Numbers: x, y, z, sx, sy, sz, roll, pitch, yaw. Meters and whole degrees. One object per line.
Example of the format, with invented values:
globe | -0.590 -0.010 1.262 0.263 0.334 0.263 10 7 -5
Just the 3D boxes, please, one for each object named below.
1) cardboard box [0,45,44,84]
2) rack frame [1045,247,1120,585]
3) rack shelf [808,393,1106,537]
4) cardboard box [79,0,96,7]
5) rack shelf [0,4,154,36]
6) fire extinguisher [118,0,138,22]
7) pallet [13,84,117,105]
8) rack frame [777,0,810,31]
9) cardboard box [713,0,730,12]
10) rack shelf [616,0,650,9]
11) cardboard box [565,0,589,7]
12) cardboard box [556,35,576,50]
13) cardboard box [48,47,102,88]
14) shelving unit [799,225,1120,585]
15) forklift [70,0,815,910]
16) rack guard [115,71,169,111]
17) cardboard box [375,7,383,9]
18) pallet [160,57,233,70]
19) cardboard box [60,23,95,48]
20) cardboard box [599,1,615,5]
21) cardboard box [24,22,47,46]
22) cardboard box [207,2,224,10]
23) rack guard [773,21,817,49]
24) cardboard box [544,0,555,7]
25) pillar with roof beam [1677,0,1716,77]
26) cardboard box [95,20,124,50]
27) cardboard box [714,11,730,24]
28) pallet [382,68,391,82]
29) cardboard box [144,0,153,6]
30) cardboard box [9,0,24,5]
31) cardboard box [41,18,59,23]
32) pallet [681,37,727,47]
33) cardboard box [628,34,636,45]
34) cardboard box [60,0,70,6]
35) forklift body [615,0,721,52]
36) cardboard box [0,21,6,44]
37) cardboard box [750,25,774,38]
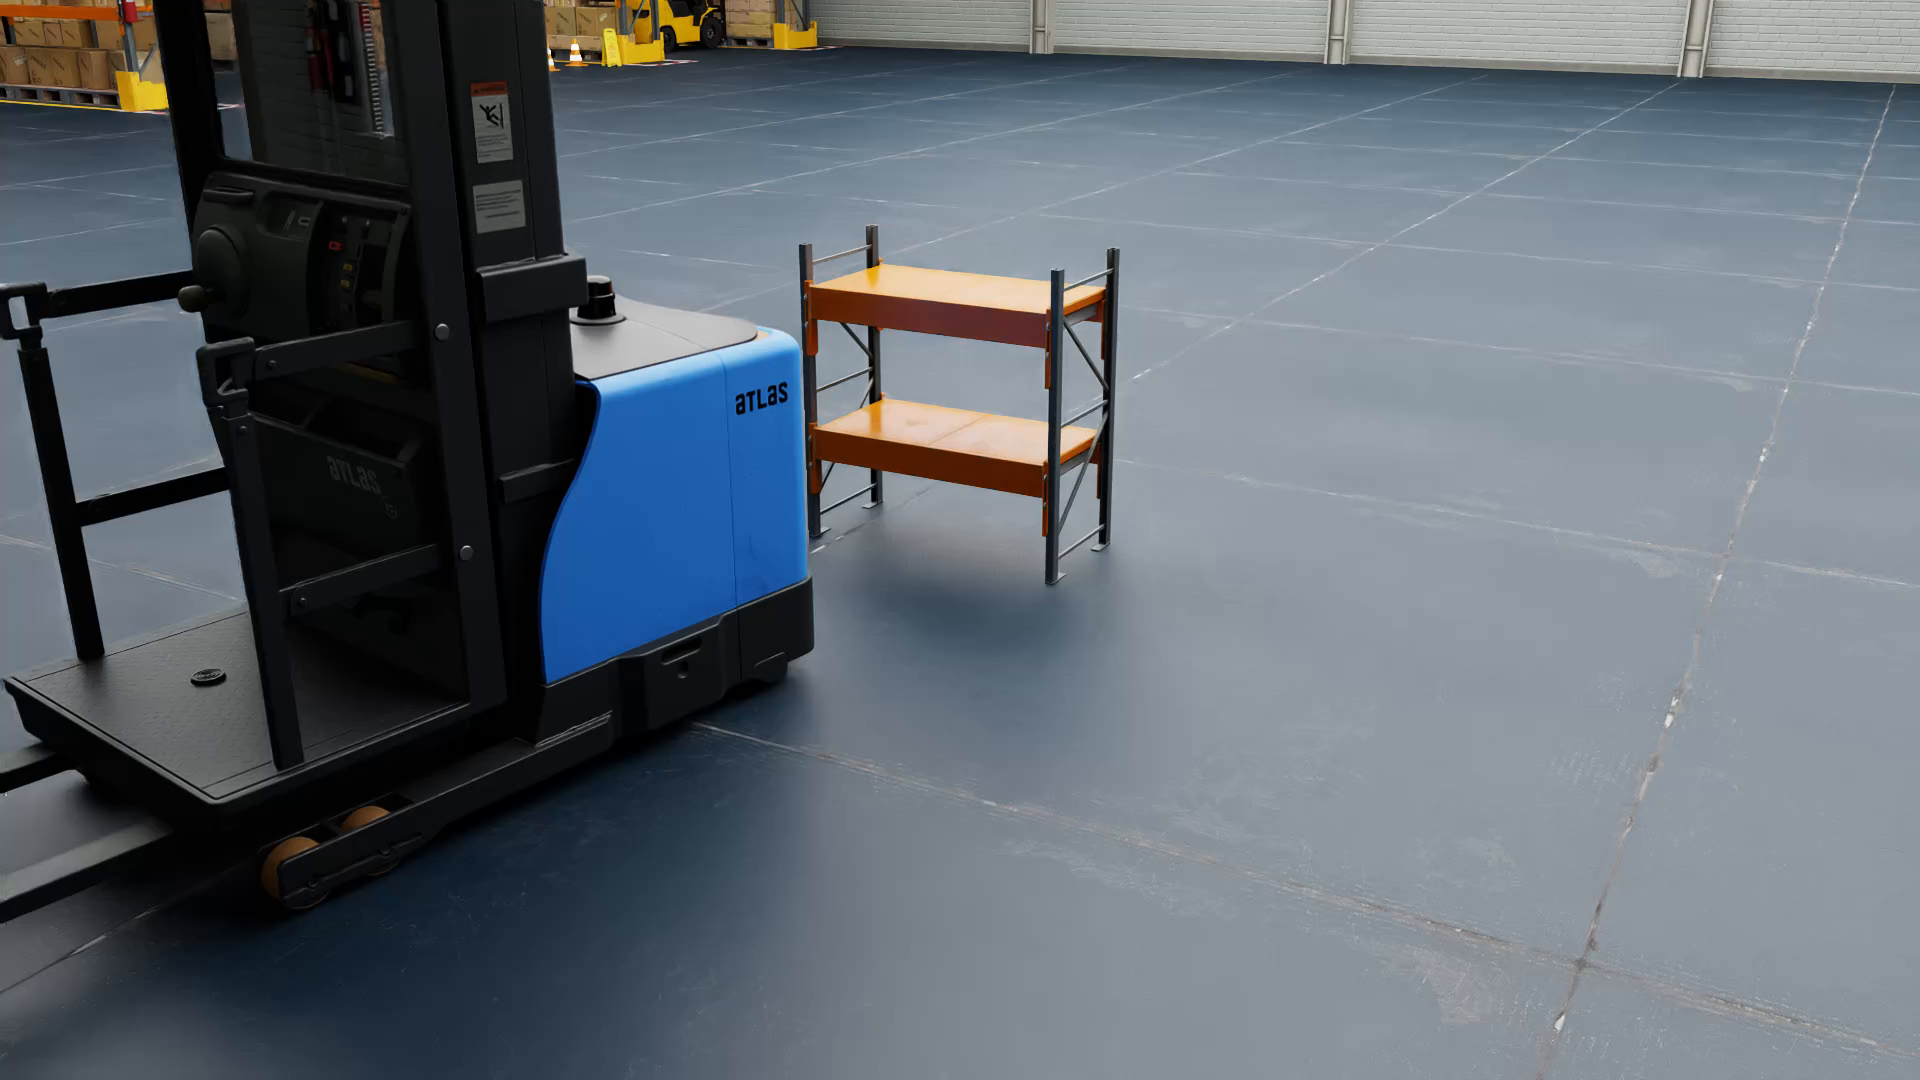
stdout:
cardboard box | -13.356 -6.786 23.723 0.500 0.500 0.500 -17 26 -39
rack frame | 0.438 -0.445 5.943 0.032 1.125 0.500 11 23 27
rack shelf | -0.006 -0.300 6.260 1.000 0.278 0.538 11 23 27
cardboard box | -11.508 -7.205 22.199 0.250 0.149 0.380 11 23 27
rack shelf | -12.443 -7.264 23.047 4.000 0.370 1.077 11 23 27
fire extinguisher | -10.822 -7.077 21.589 0.183 0.674 0.296 11 23 27
pallet | -12.516 -6.320 23.479 1.213 0.211 1.003 11 23 27
rack frame | -3.446 -11.698 34.215 0.127 3.000 1.000 11 23 27
cardboard box | -4.895 -11.221 34.850 0.500 0.250 0.500 11 23 28
rack shelf | -7.610 -10.214 31.180 4.000 0.370 1.077 11 23 27
cardboard box | -7.044 -9.879 30.565 0.250 0.149 0.380 12 23 29
cardboard box | -7.149 -9.267 30.931 0.500 0.250 0.500 11 23 27
cardboard box | -12.310 -6.600 23.210 0.500 0.500 0.500 13 24 32
shelving unit | -0.006 -0.530 6.176 1.048 1.125 0.538 11 23 27
forklift | -1.777 -0.693 3.978 1.130 2.935 3.031 15 25 36
rack guard | -10.763 -6.107 22.468 0.348 0.500 1.175 11 23 27
cardboard box | -9.583 -8.167 26.980 0.875 0.875 0.875 10 22 26
pallet | -13.461 -8.392 29.191 1.213 0.211 1.003 11 23 27
cardboard box | -15.876 -9.114 30.141 0.500 0.500 0.500 11 23 27
cardboard box | -7.400 -11.528 36.613 0.625 0.625 0.875 12 23 30
cardboard box | -16.797 -9.284 30.611 0.500 0.500 0.500 10 22 25
cardboard box | -15.760 -11.335 35.714 0.875 0.875 0.875 12 23 29
rack guard | -3.425 -10.519 34.631 0.348 0.500 1.175 11 23 27
cardboard box | -7.491 -9.966 30.805 0.250 0.149 0.380 12 23 30
pillar with roof beam | 10.000 -10.627 22.466 0.400 9.000 9.100 11 23 27
cardboard box | -14.686 -9.072 29.658 0.750 0.750 1.050 10 22 27
cardboard box | -4.917 -10.992 34.952 0.500 0.250 0.500 10 22 26
pallet | -8.926 -7.528 26.809 1.213 0.211 1.003 11 23 27
cardboard box | -10.829 -7.270 22.376 0.250 0.149 0.380 11 23 27
cardboard box | -12.832 -7.446 22.861 0.250 0.149 0.380 11 23 27
cardboard box | -16.345 -9.551 30.247 0.500 0.250 0.500 11 23 28
pallet | -5.195 -10.705 35.567 1.213 0.211 1.003 11 23 27
cardboard box | -6.433 -9.341 31.134 0.500 0.250 0.500 11 22 27
cardboard box | -11.916 -7.306 22.474 0.250 0.149 0.380 11 23 27
forklift body | -5.992 -11.071 33.732 1.214 2.155 2.313 11 23 27
cardboard box | -17.688 -9.458 31.090 0.500 0.500 0.500 12 23 30
cardboard box | -4.011 -10.587 34.569 0.500 0.250 0.500 11 23 28
